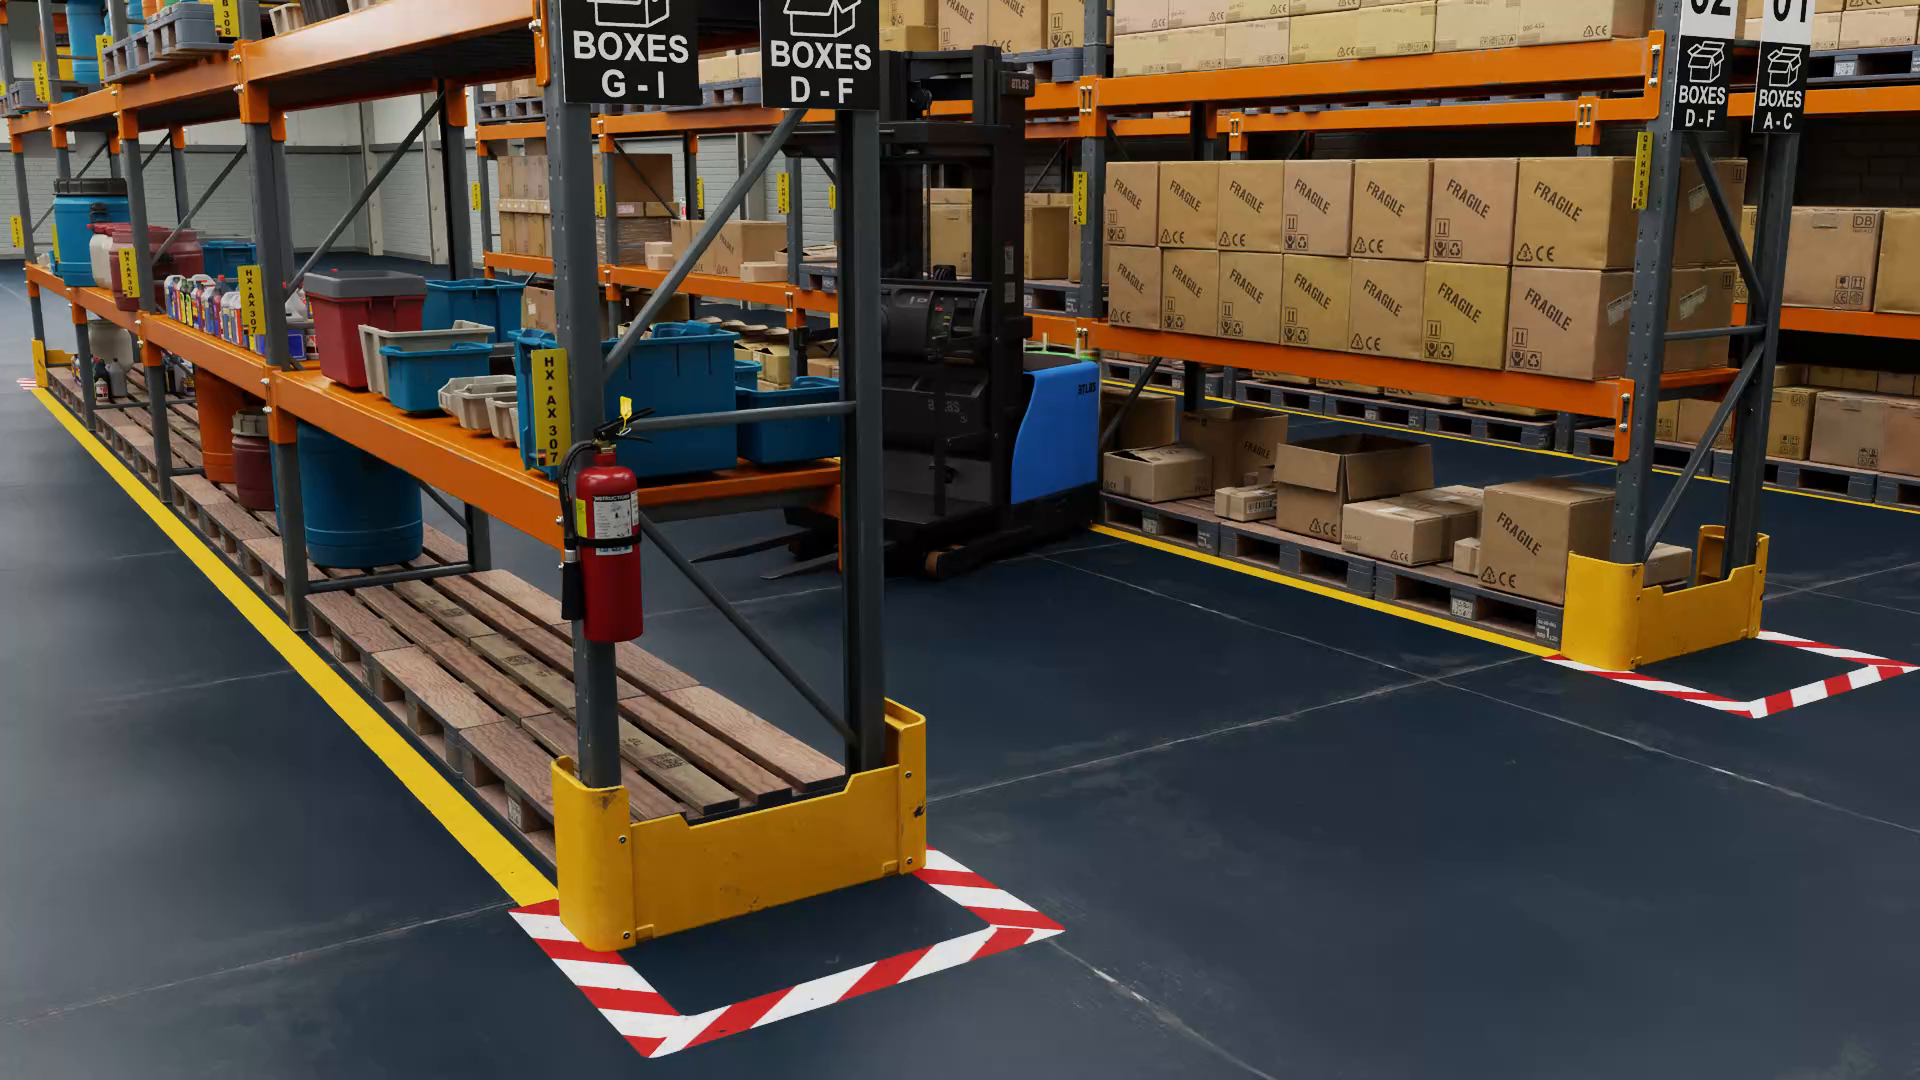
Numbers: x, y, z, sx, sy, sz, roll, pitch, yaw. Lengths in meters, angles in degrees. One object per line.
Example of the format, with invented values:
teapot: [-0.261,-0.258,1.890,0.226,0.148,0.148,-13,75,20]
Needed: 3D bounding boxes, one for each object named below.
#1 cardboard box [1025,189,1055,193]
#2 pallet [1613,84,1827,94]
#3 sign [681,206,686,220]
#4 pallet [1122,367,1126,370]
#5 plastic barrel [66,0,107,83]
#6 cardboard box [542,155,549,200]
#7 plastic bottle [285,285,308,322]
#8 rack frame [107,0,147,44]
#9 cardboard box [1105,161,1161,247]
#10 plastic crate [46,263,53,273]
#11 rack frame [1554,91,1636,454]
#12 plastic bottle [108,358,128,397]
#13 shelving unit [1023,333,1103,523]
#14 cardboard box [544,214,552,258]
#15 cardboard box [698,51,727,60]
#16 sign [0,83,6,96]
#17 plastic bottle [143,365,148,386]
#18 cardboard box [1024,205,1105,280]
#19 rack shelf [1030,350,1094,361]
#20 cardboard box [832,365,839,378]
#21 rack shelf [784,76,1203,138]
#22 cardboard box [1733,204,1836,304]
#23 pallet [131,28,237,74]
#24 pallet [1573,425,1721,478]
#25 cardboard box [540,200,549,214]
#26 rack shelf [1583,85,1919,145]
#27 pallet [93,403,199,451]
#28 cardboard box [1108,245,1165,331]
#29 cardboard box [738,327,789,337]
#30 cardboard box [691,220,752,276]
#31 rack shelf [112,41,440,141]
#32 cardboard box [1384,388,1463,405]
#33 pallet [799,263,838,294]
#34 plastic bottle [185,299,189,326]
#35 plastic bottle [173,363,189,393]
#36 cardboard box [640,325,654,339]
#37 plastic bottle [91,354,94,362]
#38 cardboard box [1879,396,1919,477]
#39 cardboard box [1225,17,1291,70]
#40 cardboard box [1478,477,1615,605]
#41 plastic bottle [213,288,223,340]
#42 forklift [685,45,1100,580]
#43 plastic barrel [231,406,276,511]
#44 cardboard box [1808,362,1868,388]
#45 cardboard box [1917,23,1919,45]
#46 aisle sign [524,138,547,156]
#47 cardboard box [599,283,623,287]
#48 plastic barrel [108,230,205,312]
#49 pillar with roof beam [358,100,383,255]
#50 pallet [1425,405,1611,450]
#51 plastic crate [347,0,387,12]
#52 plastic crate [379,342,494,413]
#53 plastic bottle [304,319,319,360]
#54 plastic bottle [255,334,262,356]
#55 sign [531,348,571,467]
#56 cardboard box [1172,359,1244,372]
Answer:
cardboard box: [0.821,-4.076,20.528,0.500,0.500,0.500,-9,15,-34]
pallet: [5.784,-3.517,12.611,1.003,0.211,1.213,-8,15,-33]
sign: [-5.083,-5.993,30.663,0.001,0.329,0.234,-8,15,-33]
pallet: [1.340,-2.164,19.765,1.003,0.211,1.213,-8,15,-33]
plastic barrel: [-7.803,-4.597,15.186,0.600,0.901,0.708,-8,15,-33]
cardboard box: [-4.300,-4.106,18.848,0.700,0.500,0.500,-8,15,-33]
plastic bottle: [-3.570,-1.187,8.885,0.144,0.351,0.185,-8,15,-33]
rack frame: [-5.124,-4.712,10.843,1.000,3.000,0.127,-8,15,-33]
cardboard box: [1.245,-2.075,10.256,0.500,0.500,0.500,-8,14,-31]
plastic crate: [-8.451,-2.622,15.949,0.530,0.136,0.437,-8,15,-33]
rack frame: [5.340,-2.242,13.593,1.000,3.000,0.127,-8,15,-33]
plastic bottle: [-7.817,-1.511,15.419,0.144,0.351,0.185,-8,15,-33]
shelving unit: [0.631,-0.730,10.859,0.258,1.200,0.503,-7,13,-44]
cardboard box: [-4.323,-3.479,19.013,0.700,0.500,0.500,-8,14,-31]
cardboard box: [-2.571,-4.829,16.012,0.500,0.500,0.500,-6,14,-27]
sign: [-10.017,-4.609,17.375,0.100,0.325,0.005,-8,15,-33]
plastic bottle: [-7.892,-1.656,16.261,0.152,0.276,0.135,-8,15,-33]
cardboard box: [0.708,-2.135,11.885,0.700,0.500,0.500,-6,14,-24]
rack shelf: [0.650,-1.140,10.790,0.258,0.148,0.480,-7,13,-44]
cardboard box: [-0.689,-1.153,13.434,0.500,0.500,0.500,-9,15,-35]
rack shelf: [0.110,-3.125,12.292,1.077,0.370,4.000,-8,15,-33]
cardboard box: [6.026,-2.160,12.515,0.980,0.700,0.700,-9,15,-34]
pallet: [-4.054,-2.772,9.436,1.003,0.211,1.213,-8,15,-33]
pallet: [5.696,-0.735,13.230,1.003,0.211,1.213,-8,15,-33]
cardboard box: [-4.542,-3.786,18.902,0.380,0.149,0.250,-8,15,-32]
rack shelf: [6.448,-3.000,11.723,1.077,0.370,4.000,-8,15,-33]
pallet: [-6.873,-0.995,14.417,1.003,0.211,1.213,-8,15,-33]
cardboard box: [1.273,-1.581,10.336,0.500,0.500,0.500,-8,14,-31]
cardboard box: [-1.908,-1.905,16.192,0.500,0.311,0.500,-8,15,-33]
cardboard box: [-2.233,-2.805,15.935,0.500,0.500,0.500,-8,15,-33]
rack shelf: [-4.016,-2.539,9.614,1.077,0.370,4.000,-8,15,-33]
cardboard box: [4.376,-1.655,14.958,0.750,0.750,0.750,-8,14,-31]
pallet: [-0.565,-2.161,13.669,1.213,0.211,1.003,-8,15,-33]
plastic bottle: [-4.782,-1.439,10.384,0.097,0.201,0.097,0,12,0]
plastic bottle: [-7.354,-1.539,15.726,0.152,0.276,0.135,-7,14,-31]
cardboard box: [-2.920,-2.021,16.723,0.500,0.311,0.500,-8,15,-33]
plastic bottle: [-8.222,-1.585,15.760,0.144,0.351,0.185,-8,15,-33]
cardboard box: [6.807,-0.716,11.484,0.700,0.500,0.500,-8,15,-33]
cardboard box: [1.831,-2.753,9.259,0.500,0.250,0.500,-8,15,-33]
cardboard box: [2.928,-0.005,8.185,0.500,0.500,0.500,-8,15,-33]
plastic bottle: [-4.246,-1.300,9.558,0.061,0.283,0.133,-8,15,-33]
forklift: [-0.364,-1.322,9.548,1.130,2.935,3.031,9,15,34]
plastic barrel: [-4.213,-0.522,10.390,0.600,0.588,0.708,-8,15,-33]
cardboard box: [6.477,-1.216,12.251,0.380,0.149,0.250,-8,15,-34]
cardboard box: [6.640,-3.368,10.855,0.500,0.250,0.500,-9,15,-35]
aisle sign: [-5.223,-5.106,20.603,0.394,0.787,0.004,-8,15,-33]
cardboard box: [-4.320,-2.781,19.757,0.500,0.500,0.500,-8,15,-33]
plastic barrel: [-5.633,-1.894,11.683,0.600,0.536,0.708,-8,15,-33]
pillar with roof beam: [-20.406,-12.111,44.678,9.100,9.000,0.548,-8,15,-33]
pallet: [4.849,-1.008,14.478,1.003,0.211,1.213,-8,15,-33]
plastic crate: [-2.043,-2.033,6.232,0.437,0.136,0.530,-8,15,-33]
plastic crate: [-2.043,-0.641,6.521,0.416,0.233,0.300,-8,15,-33]
plastic bottle: [-3.302,-1.022,8.480,0.097,0.201,0.097,0,12,0]
plastic bottle: [-3.598,-1.106,8.687,0.152,0.276,0.135,-8,15,-33]
sign: [-1.141,-0.370,4.650,0.100,0.325,0.005,-8,15,-33]
cardboard box: [2.681,-2.069,17.624,0.700,0.500,0.500,-8,15,-32]
